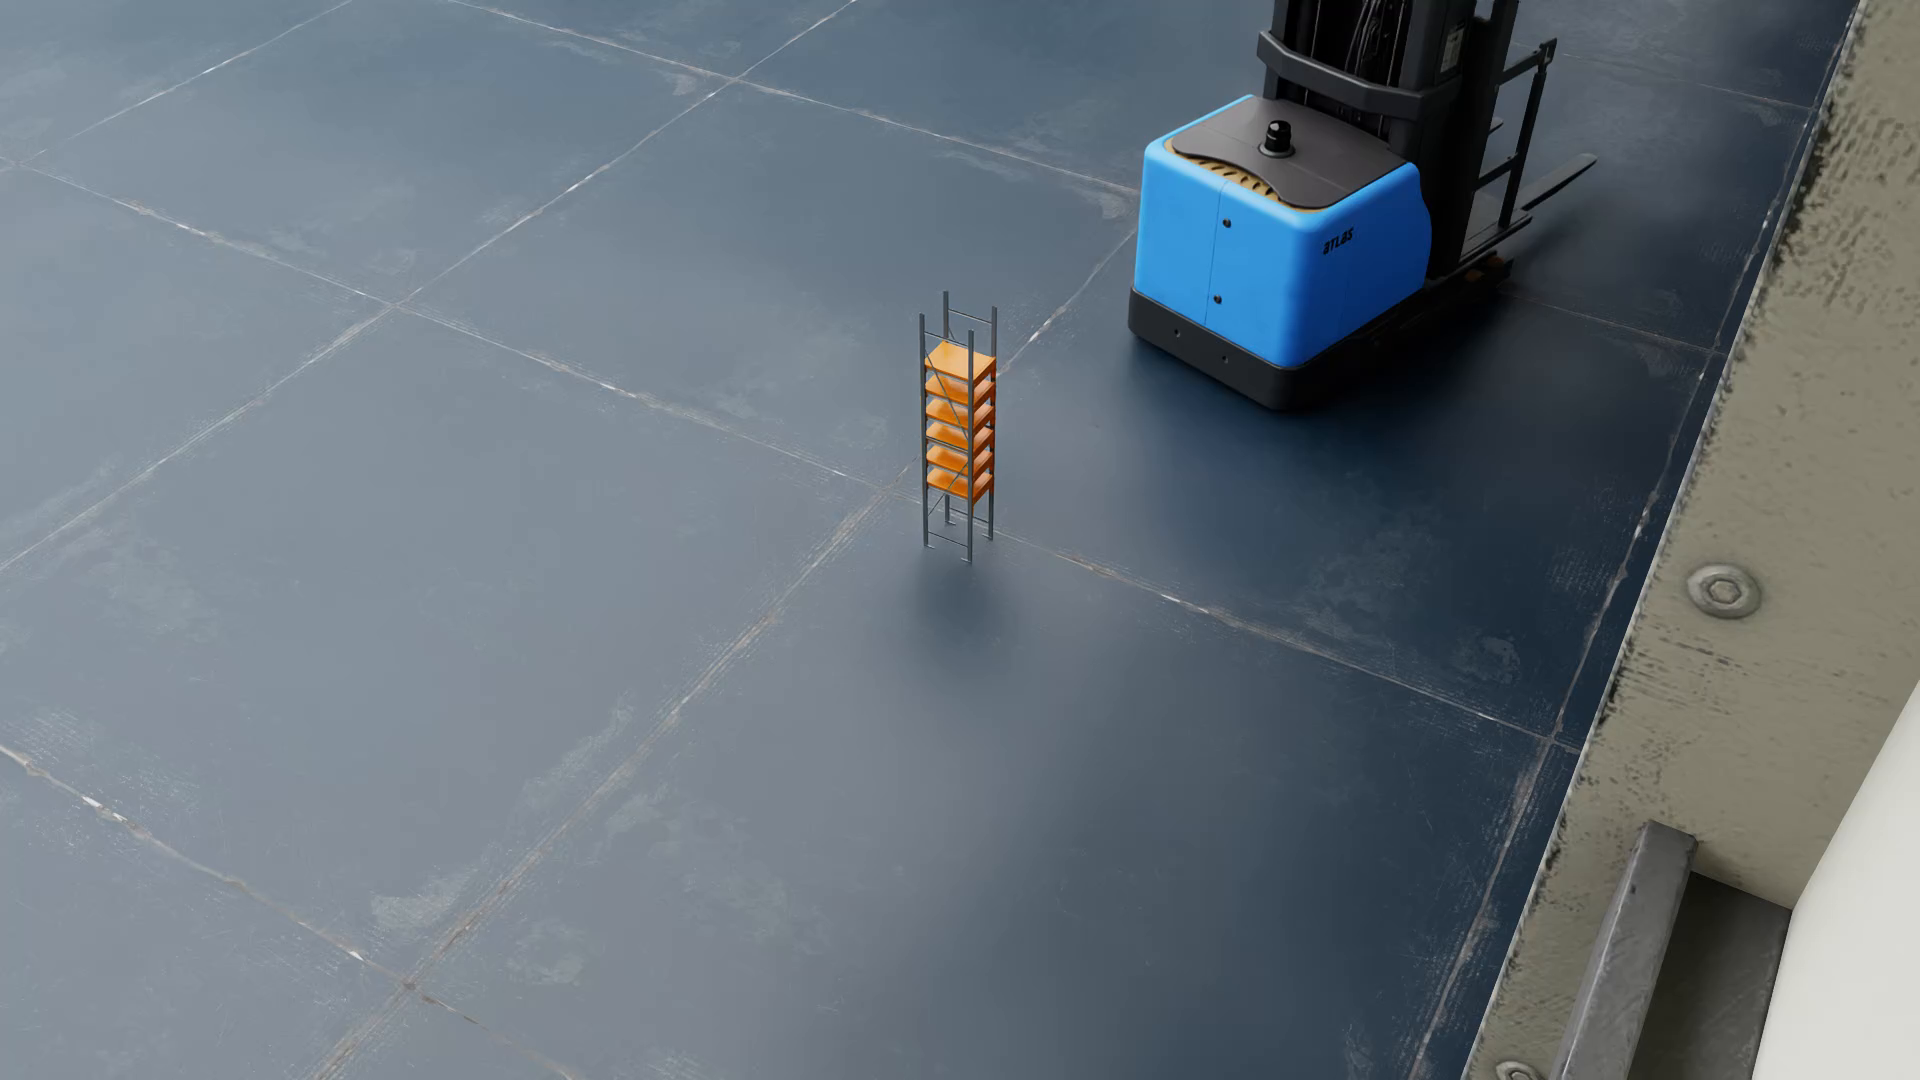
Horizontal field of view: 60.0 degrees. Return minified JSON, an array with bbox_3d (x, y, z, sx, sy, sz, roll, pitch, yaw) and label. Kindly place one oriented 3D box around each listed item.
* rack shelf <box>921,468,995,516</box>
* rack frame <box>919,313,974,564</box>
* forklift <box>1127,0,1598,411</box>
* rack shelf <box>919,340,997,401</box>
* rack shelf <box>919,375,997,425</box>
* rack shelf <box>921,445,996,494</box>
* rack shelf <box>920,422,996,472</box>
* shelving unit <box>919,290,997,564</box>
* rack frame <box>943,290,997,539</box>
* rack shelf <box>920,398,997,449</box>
[{"bbox_3d":[-0.007,-0.229,7.032,0.258,0.103,0.180,21,45,22],"label":"rack shelf"},{"bbox_3d":[-0.053,-0.390,6.785,0.240,1.200,0.006,21,45,22],"label":"rack frame"},{"bbox_3d":[2.260,-2.563,7.943,3.031,2.935,1.130,-32,50,-31],"label":"forklift"},{"bbox_3d":[-0.007,-0.679,6.635,0.258,0.103,0.180,21,45,22],"label":"rack shelf"},{"bbox_3d":[-0.007,-0.589,6.715,0.258,0.103,0.180,21,45,22],"label":"rack shelf"},{"bbox_3d":[-0.007,-0.319,6.953,0.258,0.103,0.180,21,45,22],"label":"rack shelf"},{"bbox_3d":[-0.007,-0.409,6.873,0.258,0.103,0.180,21,45,22],"label":"rack shelf"},{"bbox_3d":[-0.007,-0.442,6.844,0.258,1.200,0.189,21,45,22],"label":"shelving unit"},{"bbox_3d":[0.039,-0.494,6.904,0.240,1.200,0.006,21,45,22],"label":"rack frame"},{"bbox_3d":[-0.007,-0.499,6.794,0.258,0.103,0.180,21,45,22],"label":"rack shelf"}]
